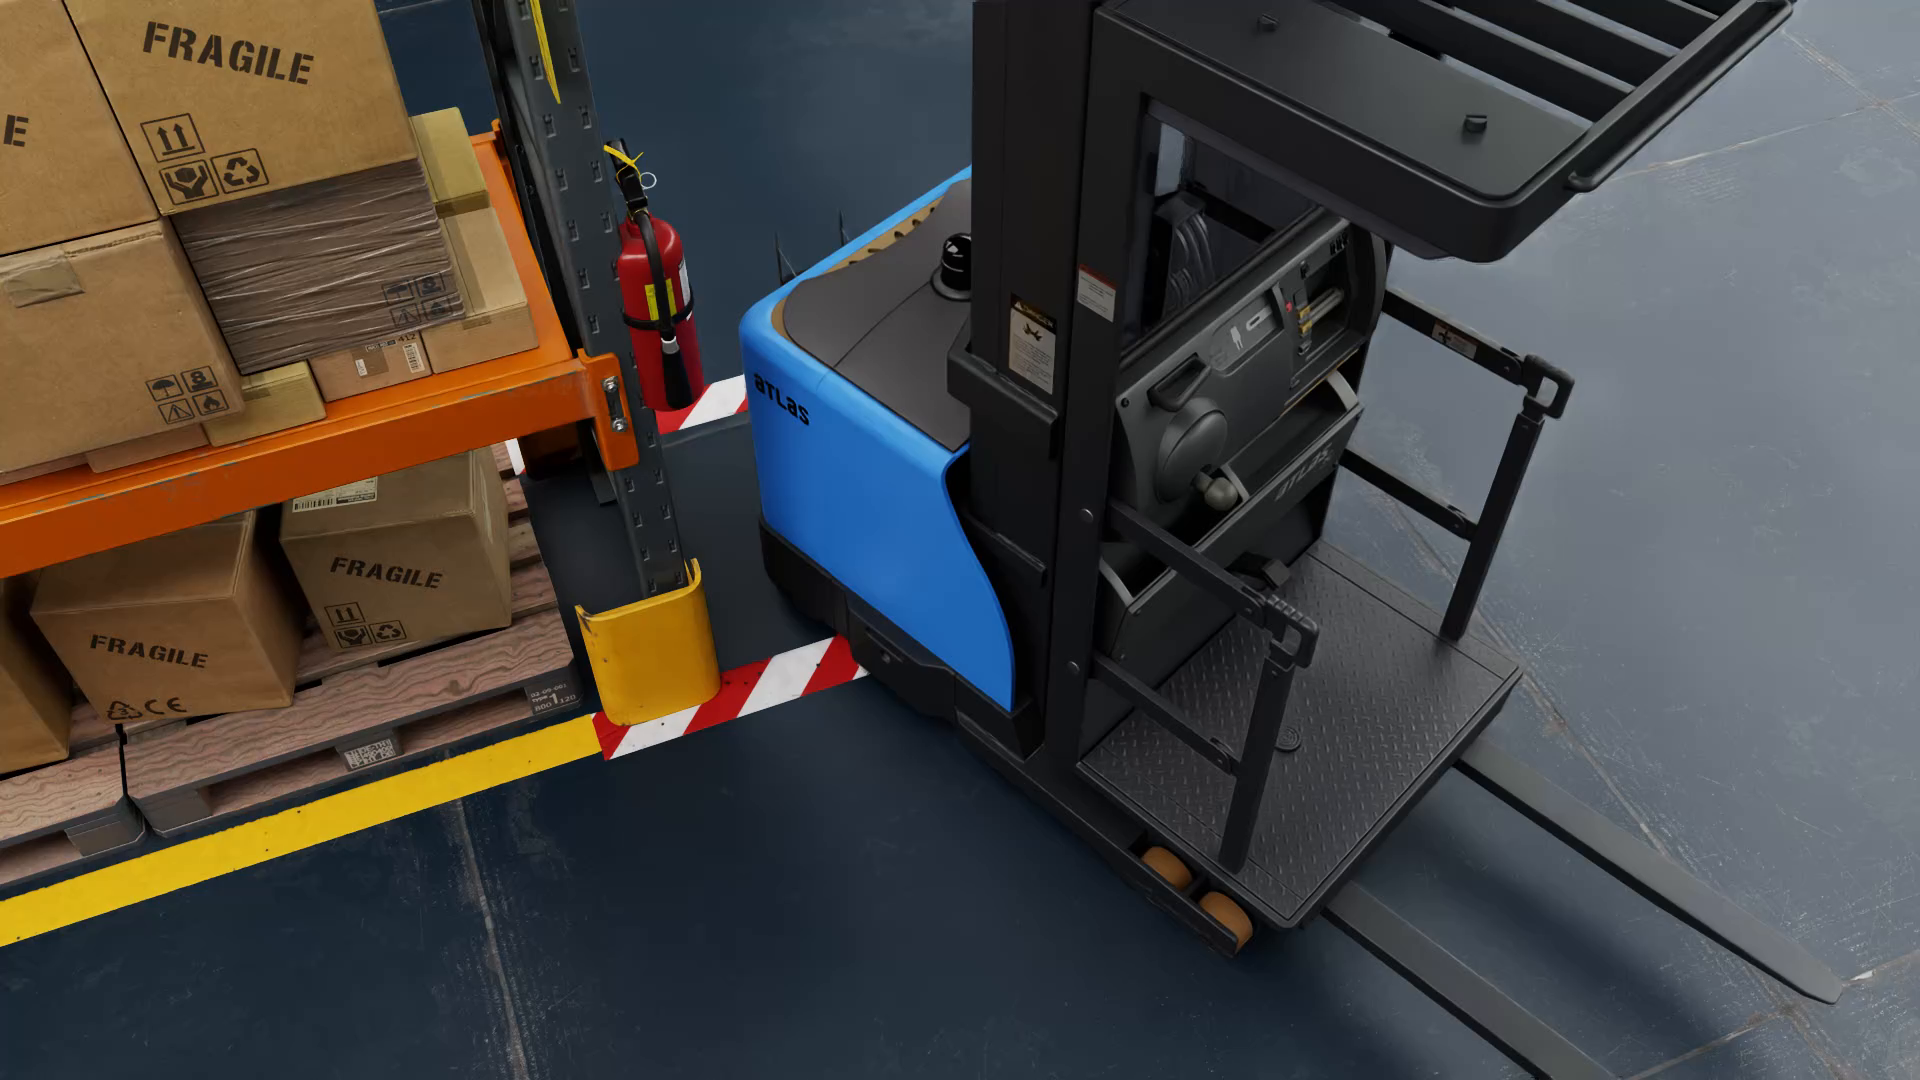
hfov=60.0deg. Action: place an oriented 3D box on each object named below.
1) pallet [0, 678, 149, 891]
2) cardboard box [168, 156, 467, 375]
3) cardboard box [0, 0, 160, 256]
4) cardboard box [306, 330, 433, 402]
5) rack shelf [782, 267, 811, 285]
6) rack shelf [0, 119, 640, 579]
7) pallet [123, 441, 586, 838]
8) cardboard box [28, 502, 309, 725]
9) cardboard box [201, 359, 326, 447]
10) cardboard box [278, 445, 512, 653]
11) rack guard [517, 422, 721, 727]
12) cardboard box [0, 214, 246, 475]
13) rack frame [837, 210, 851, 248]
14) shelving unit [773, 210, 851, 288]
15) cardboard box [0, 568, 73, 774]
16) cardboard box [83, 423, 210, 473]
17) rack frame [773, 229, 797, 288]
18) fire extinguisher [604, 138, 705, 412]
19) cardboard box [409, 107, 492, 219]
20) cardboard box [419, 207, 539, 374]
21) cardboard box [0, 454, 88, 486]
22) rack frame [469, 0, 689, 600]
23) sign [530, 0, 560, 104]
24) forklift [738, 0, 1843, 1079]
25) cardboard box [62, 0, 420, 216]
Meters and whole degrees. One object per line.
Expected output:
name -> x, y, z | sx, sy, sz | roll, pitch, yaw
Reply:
pallet -> -2.955, 0.579, 4.613 | 1.213, 0.211, 1.003 | -17, 52, -14
cardboard box -> -1.511, -0.897, 3.781 | 0.500, 0.500, 0.875 | -17, 52, -14
cardboard box -> -1.868, -0.883, 3.110 | 0.500, 0.500, 0.500 | -17, 52, -14
cardboard box -> -1.409, -0.526, 3.890 | 0.250, 0.149, 0.380 | -17, 52, -14
rack shelf -> -0.396, -0.717, 4.961 | 0.200, 0.077, 0.258 | -21, 52, -17
rack shelf -> -2.843, -0.098, 3.831 | 4.000, 0.370, 1.077 | -17, 52, -14
pallet -> -1.827, 0.232, 4.911 | 1.213, 0.211, 1.003 | -17, 52, -14
cardboard box -> -2.116, 0.134, 4.528 | 0.500, 0.500, 0.500 | -5, 50, -5
cardboard box -> -1.621, -0.418, 3.798 | 0.250, 0.149, 0.380 | -17, 52, -14
cardboard box -> -1.576, -0.061, 4.696 | 0.500, 0.500, 0.500 | -9, 50, -7
rack guard -> -1.062, -0.070, 4.980 | 0.348, 0.500, 1.175 | -17, 52, -14
cardboard box -> -1.929, -0.669, 3.586 | 0.500, 0.500, 0.875 | -17, 52, -14
rack frame -> -0.305, -0.597, 5.170 | 0.006, 0.900, 0.240 | -21, 52, -17
shelving unit -> -0.397, -0.563, 5.140 | 0.210, 0.900, 0.258 | -21, 52, -17
cardboard box -> -2.703, 0.301, 4.385 | 0.500, 0.500, 0.500 | -13, 51, -11
cardboard box -> -1.858, -0.357, 3.745 | 0.250, 0.149, 0.380 | -17, 52, -14
rack frame -> -0.488, -0.529, 5.111 | 0.006, 0.900, 0.240 | -21, 52, -17
fire extinguisher -> -0.711, -0.590, 3.830 | 0.183, 0.674, 0.296 | -17, 52, -14
cardboard box -> -1.346, -0.910, 4.220 | 0.250, 0.149, 0.380 | -17, 52, -14
cardboard box -> -1.177, -0.597, 3.951 | 0.250, 0.149, 0.380 | -17, 52, -14
cardboard box -> -2.105, -0.315, 3.709 | 0.250, 0.149, 0.380 | -17, 52, -14
rack frame -> -0.992, -0.906, 4.051 | 0.127, 3.000, 1.000 | -17, 52, -14
sign -> -0.800, -0.991, 3.152 | 0.005, 0.325, 0.100 | -17, 52, -14
forklift -> 0.815, -0.333, 3.604 | 3.031, 2.935, 1.130 | 36, 58, 27
cardboard box -> -1.407, -1.030, 3.236 | 0.500, 0.500, 0.500 | -17, 52, -14
